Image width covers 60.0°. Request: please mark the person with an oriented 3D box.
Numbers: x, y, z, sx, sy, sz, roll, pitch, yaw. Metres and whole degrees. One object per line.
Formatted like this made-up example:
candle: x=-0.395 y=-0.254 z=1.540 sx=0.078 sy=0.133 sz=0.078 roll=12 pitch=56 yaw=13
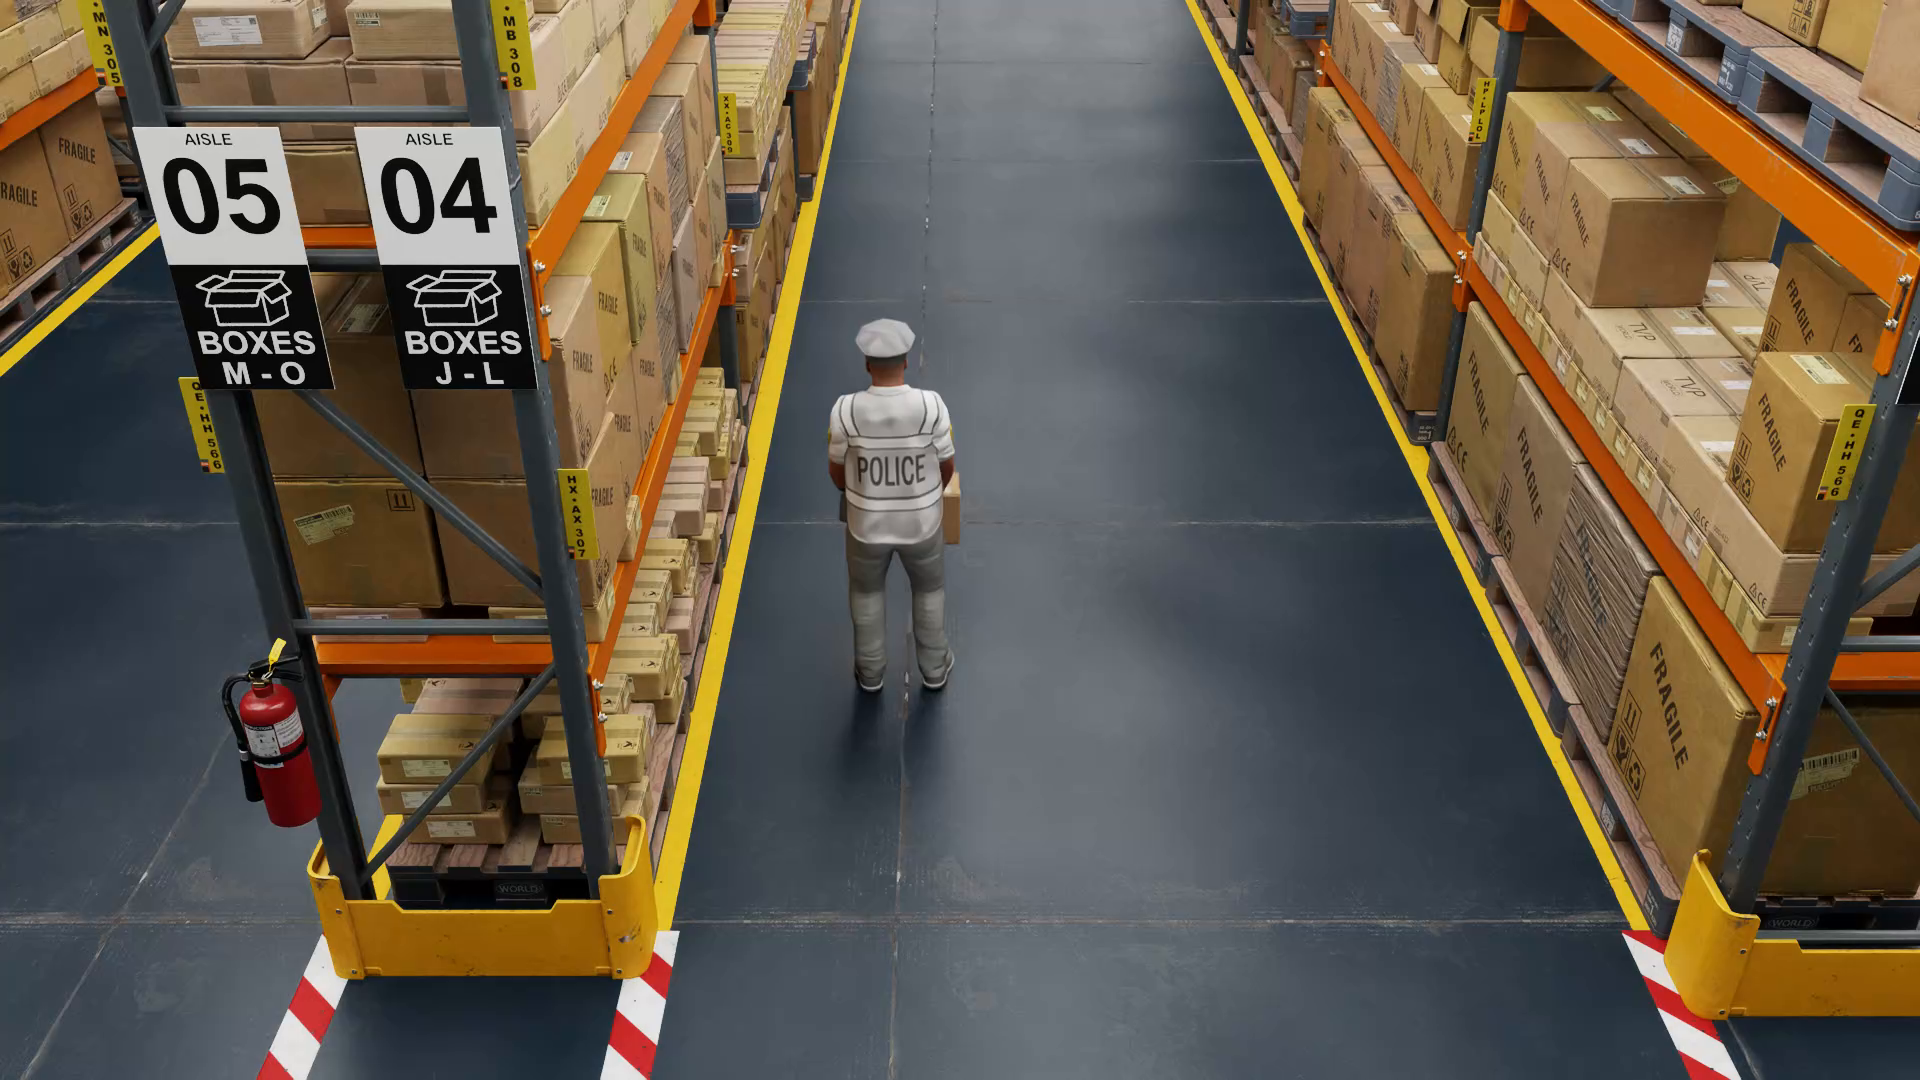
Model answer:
person: x=-0.293 y=-0.113 z=7.300 sx=0.542 sy=1.761 sz=0.456 roll=-1 pitch=31 yaw=-2
